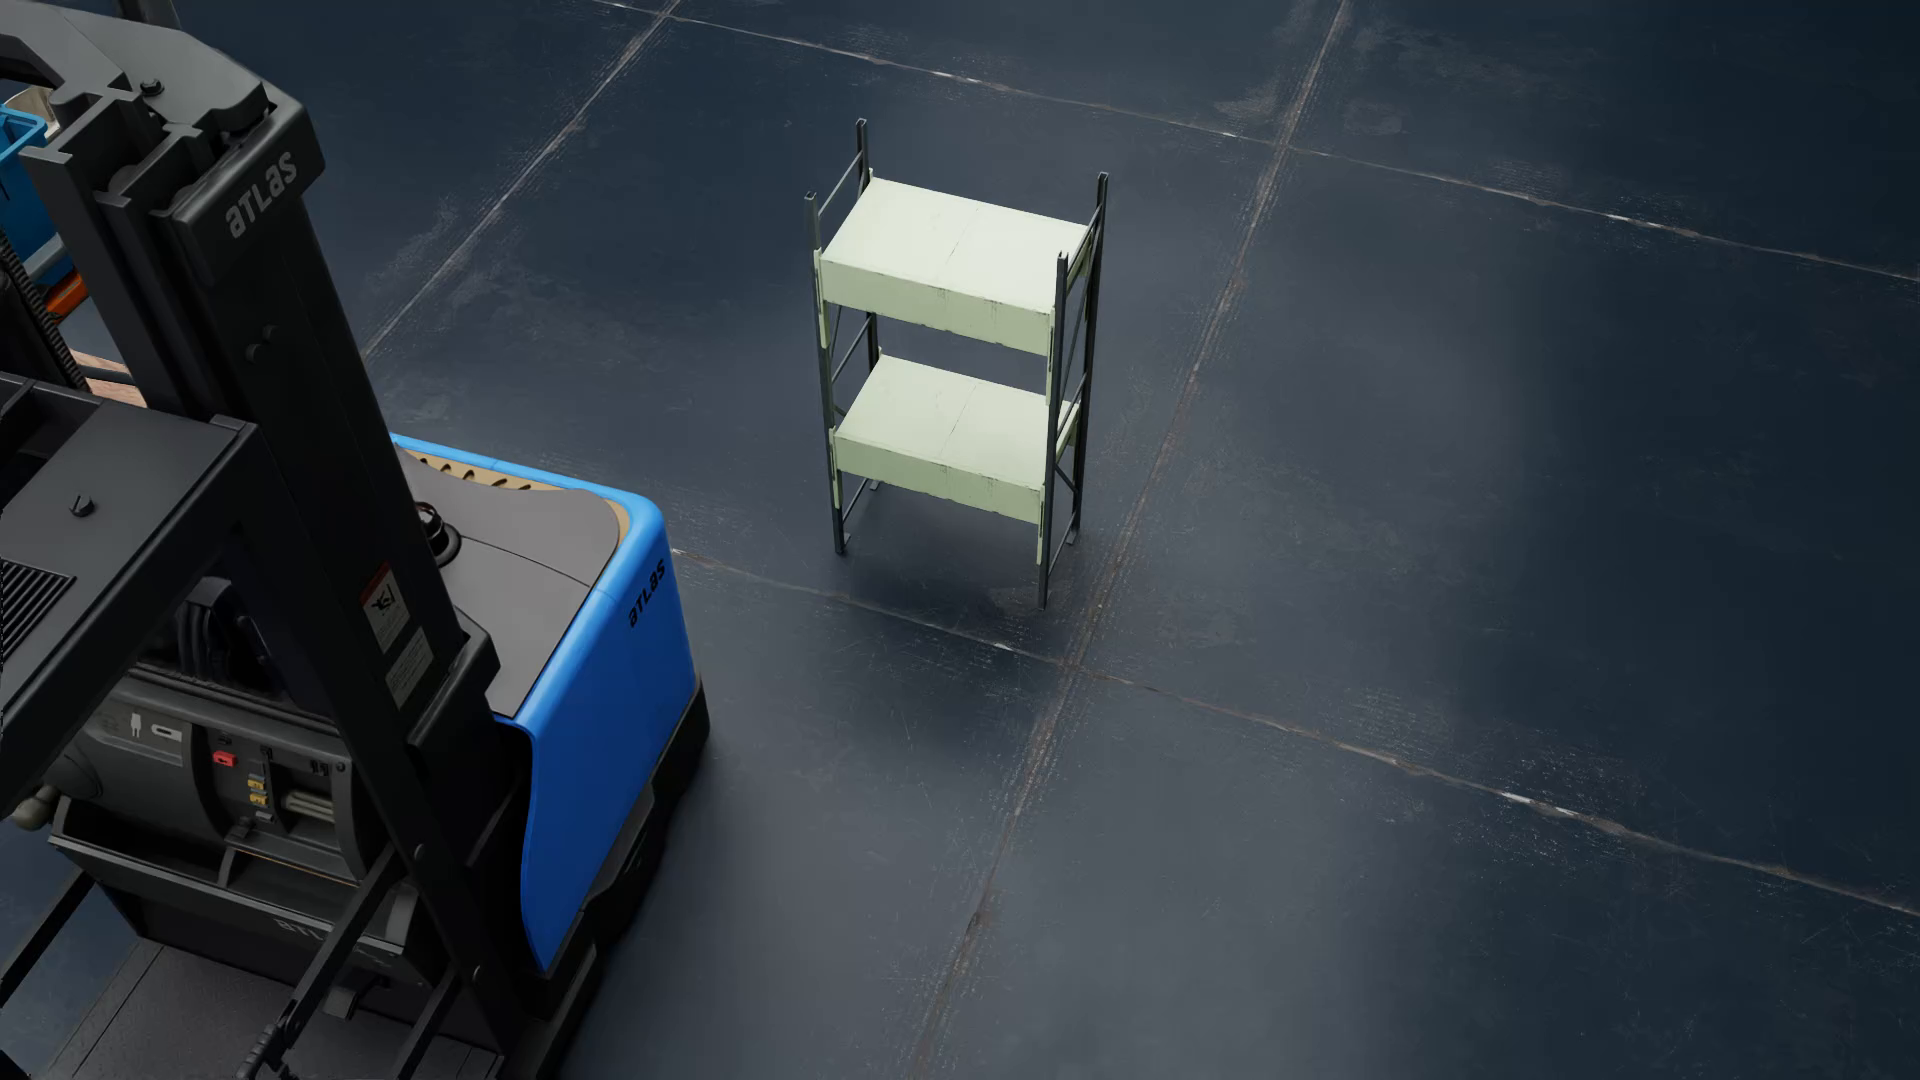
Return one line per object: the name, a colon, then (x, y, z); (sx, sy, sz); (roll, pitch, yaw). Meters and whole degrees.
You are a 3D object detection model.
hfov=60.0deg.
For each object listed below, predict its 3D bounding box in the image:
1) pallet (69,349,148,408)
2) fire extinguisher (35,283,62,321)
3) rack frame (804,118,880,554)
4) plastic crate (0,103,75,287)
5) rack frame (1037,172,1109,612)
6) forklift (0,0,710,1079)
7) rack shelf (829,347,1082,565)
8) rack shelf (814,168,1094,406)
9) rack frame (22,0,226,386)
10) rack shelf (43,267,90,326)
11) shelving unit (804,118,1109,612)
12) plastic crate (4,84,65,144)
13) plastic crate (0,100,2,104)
pallet: (-3.122, -0.189, 5.774); (1.213, 0.211, 1.003); (16, 51, 13)
fire extinguisher: (-2.377, -0.350, 4.366); (0.183, 0.674, 0.296); (16, 51, 13)
rack frame: (-0.350, -0.589, 5.268); (0.023, 1.500, 0.400); (16, 51, 13)
plastic crate: (-2.740, -0.845, 4.435); (0.499, 0.435, 0.616); (16, 51, 13)
rack frame: (0.337, -0.397, 5.102); (0.023, 1.500, 0.400); (16, 51, 13)
forklift: (-1.712, 0.585, 3.304); (1.130, 2.935, 3.031); (14, 50, 12)
rack shelf: (-0.006, -0.279, 5.431); (0.720, 0.370, 0.431); (16, 51, 13)
rack shelf: (-0.006, -0.749, 4.890); (0.720, 0.370, 0.431); (16, 51, 13)
rack frame: (-2.361, -0.859, 4.509); (0.127, 3.000, 1.000); (16, 51, 13)
rack shelf: (-4.238, -1.147, 5.235); (4.000, 0.370, 1.077); (16, 51, 13)
shelving unit: (-0.006, -0.493, 5.185); (0.755, 1.500, 0.431); (16, 51, 13)
plastic crate: (-2.751, -1.233, 4.968); (0.298, 0.136, 0.250); (16, 51, 13)
plastic crate: (-3.096, -1.294, 4.958); (0.300, 0.233, 0.416); (16, 51, 13)
